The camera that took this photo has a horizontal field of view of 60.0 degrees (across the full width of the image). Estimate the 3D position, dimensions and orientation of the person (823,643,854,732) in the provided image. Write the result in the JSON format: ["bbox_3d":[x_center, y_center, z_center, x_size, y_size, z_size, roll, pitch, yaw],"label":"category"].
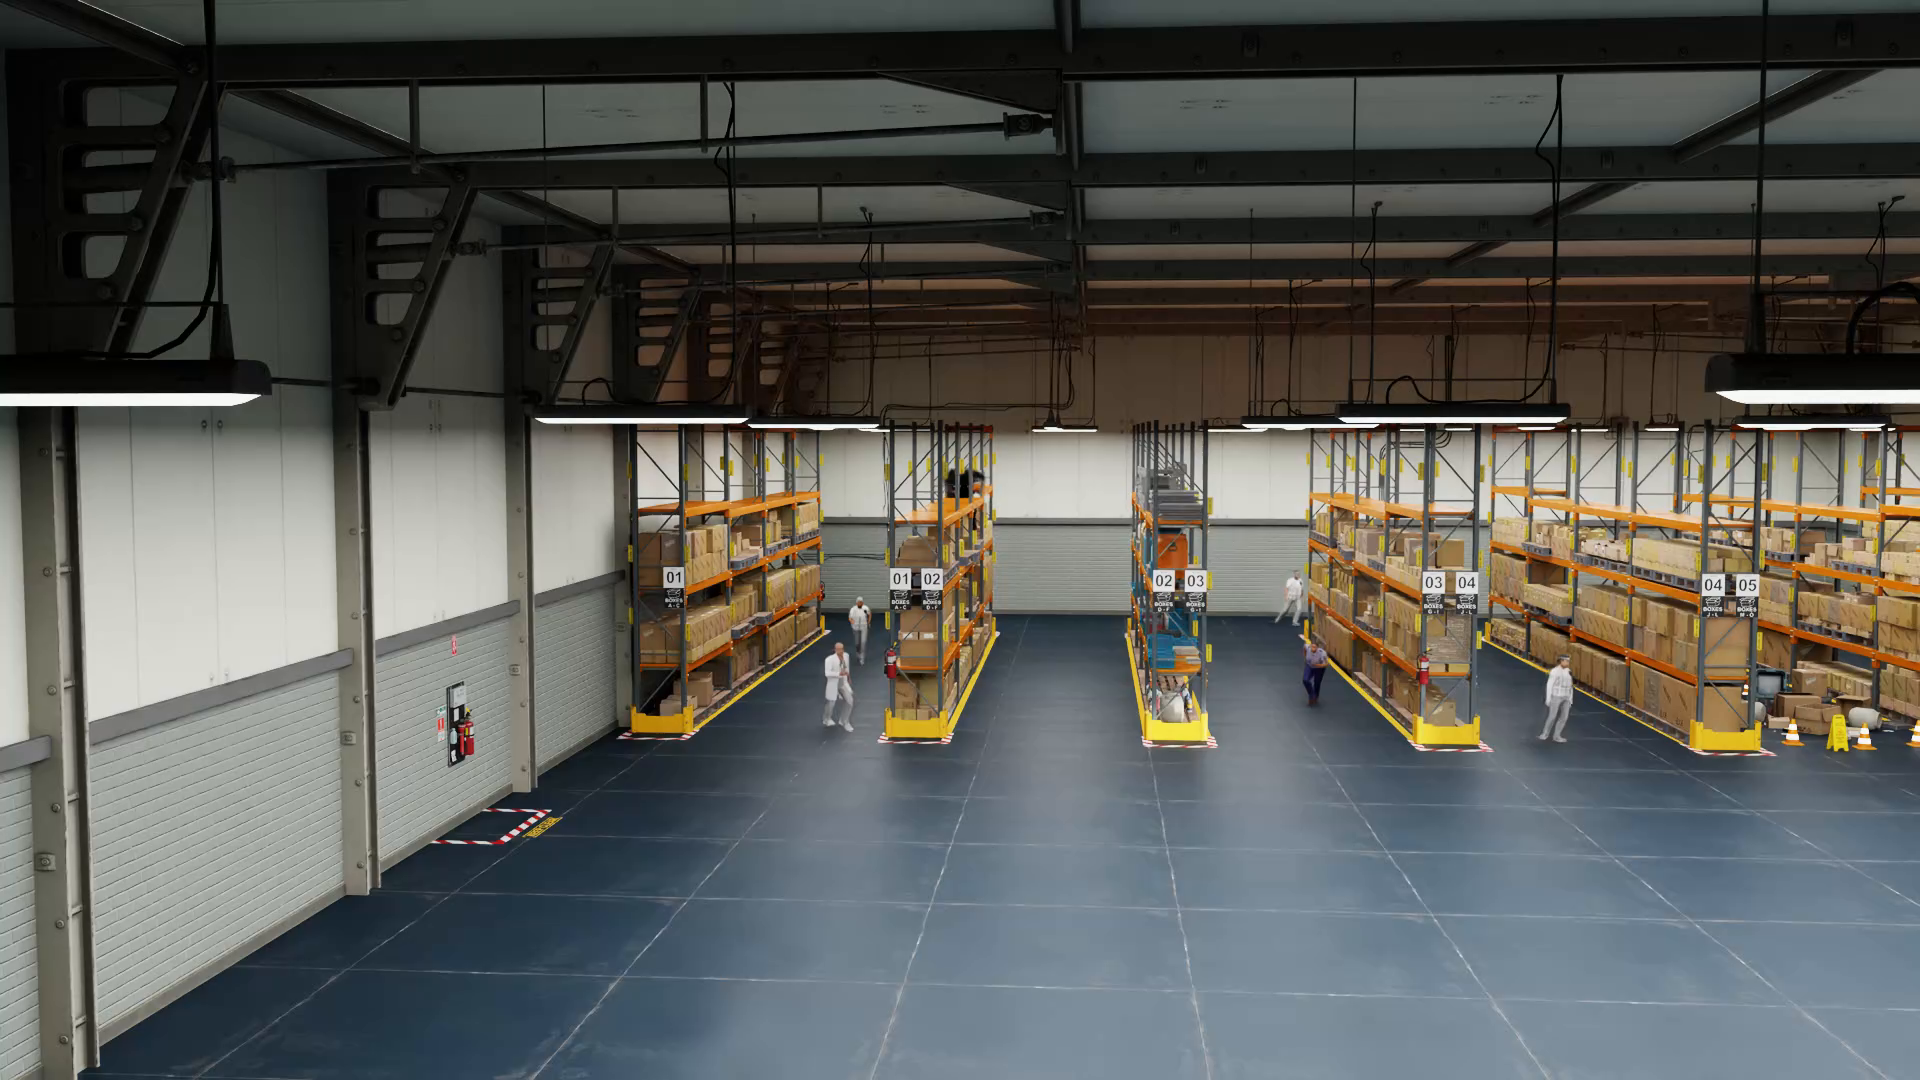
[{"bbox_3d":[-2.376,2.823,32.073,0.635,1.736,1.042,-2,4,-28],"label":"person"}]

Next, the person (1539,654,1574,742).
[{"bbox_3d":[11.121,2.937,30.992,0.593,1.651,0.465,-2,4,-23],"label":"person"}]

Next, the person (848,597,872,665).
[{"bbox_3d":[-2.514,2.255,41.829,0.566,1.675,0.931,0,4,2],"label":"person"}]

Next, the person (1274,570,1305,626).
[{"bbox_3d":[9.909,1.713,49.887,0.805,1.692,0.719,-1,4,-17],"label":"person"}]

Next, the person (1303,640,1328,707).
[{"bbox_3d":[7.558,2.802,35.307,0.595,1.422,1.094,1,4,22],"label":"person"}]
